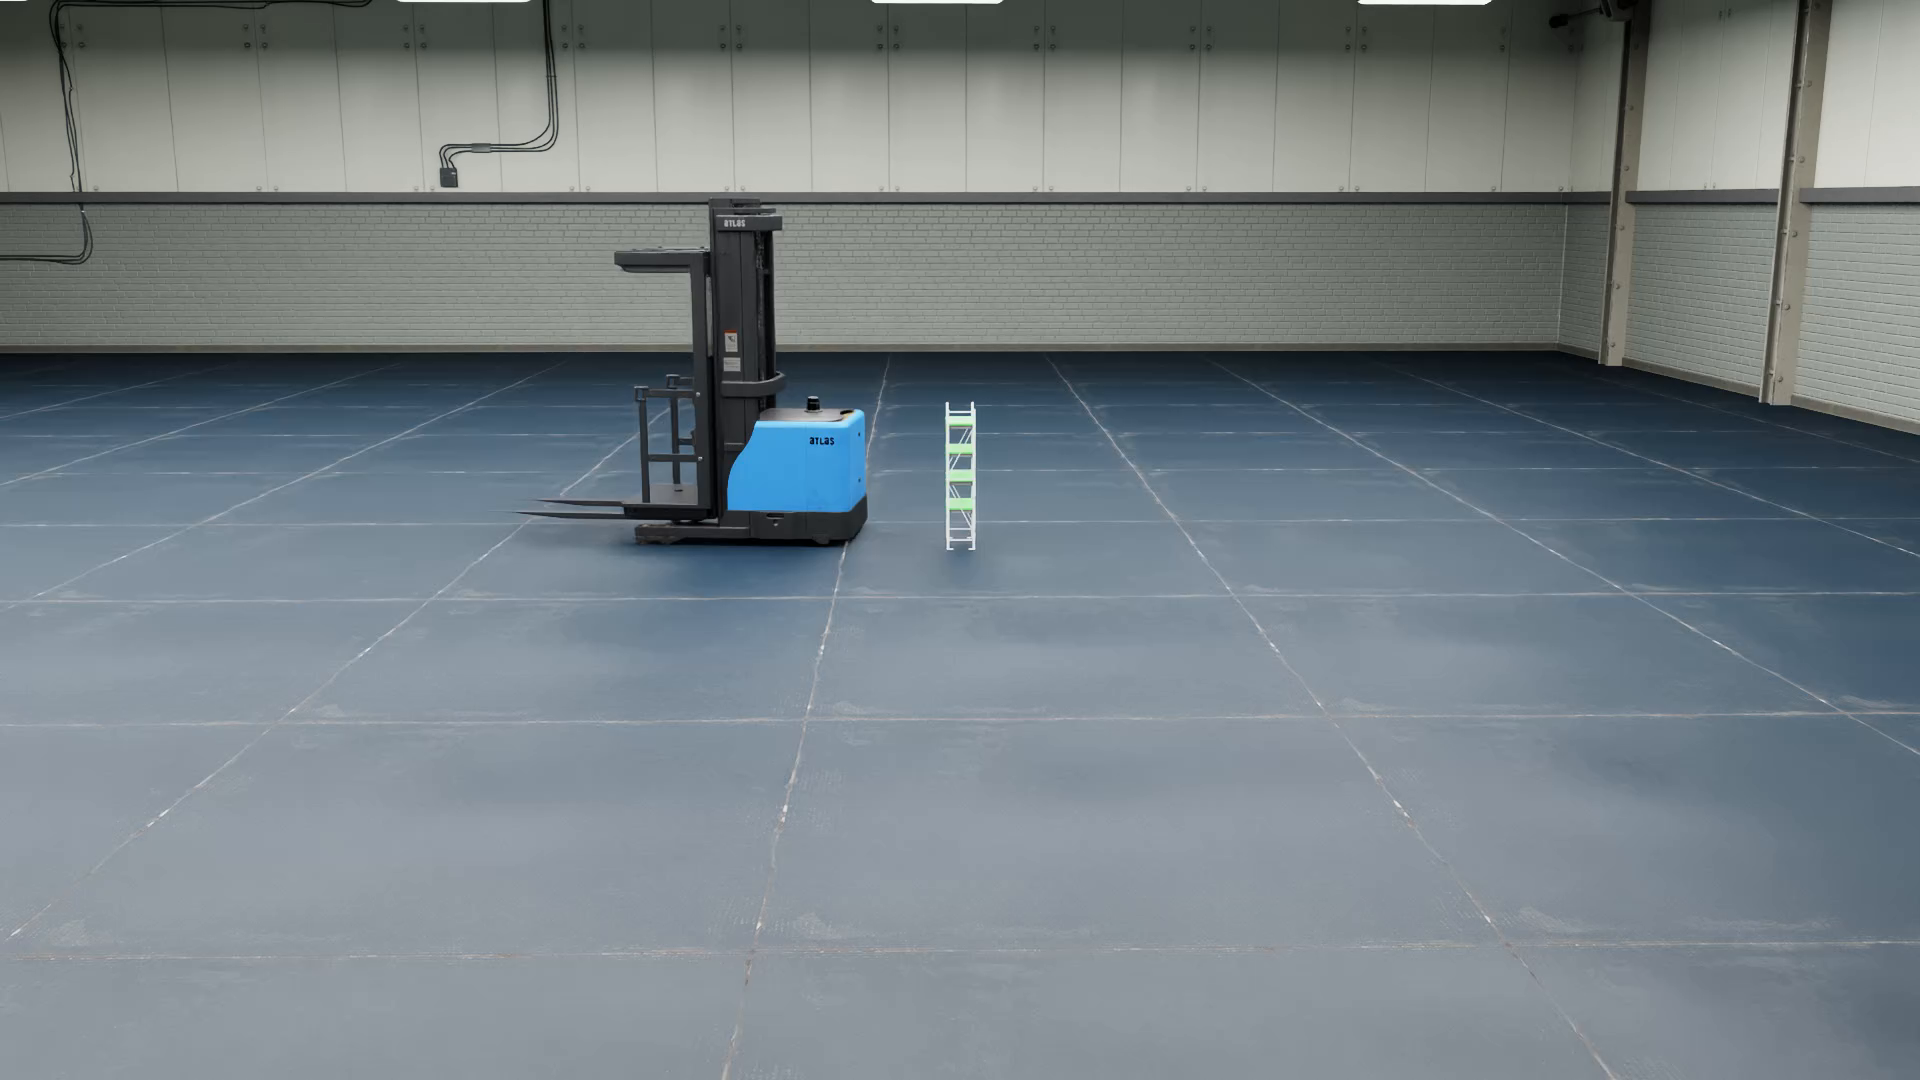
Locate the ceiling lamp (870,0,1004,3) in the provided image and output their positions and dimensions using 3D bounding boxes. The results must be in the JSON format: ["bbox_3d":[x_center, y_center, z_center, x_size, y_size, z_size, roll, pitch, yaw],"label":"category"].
[{"bbox_3d":[-0.349,-9.652,24.822,2.000,3.185,0.800,0,11,-1],"label":"ceiling lamp"}]

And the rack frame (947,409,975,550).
[{"bbox_3d":[0.008,-0.507,14.039,0.240,1.200,0.015,0,11,-1],"label":"rack frame"}]

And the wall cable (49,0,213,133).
[{"bbox_3d":[-15.658,-9.036,31.574,3.097,2.526,0.112,0,11,-1],"label":"wall cable"}]

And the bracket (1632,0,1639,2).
[{"bbox_3d":[11.576,-8.778,26.141,0.076,0.066,4.783,0,11,-1],"label":"bracket"}]

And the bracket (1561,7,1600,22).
[{"bbox_3d":[11.469,-9.809,31.222,0.076,0.066,3.189,0,11,-1],"label":"bracket"}]

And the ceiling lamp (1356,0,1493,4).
[{"bbox_3d":[6.990,-9.682,24.970,2.000,3.185,0.800,0,11,-1],"label":"ceiling lamp"}]

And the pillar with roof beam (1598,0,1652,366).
[{"bbox_3d":[7.565,-7.592,29.350,9.100,9.000,0.548,0,11,-1],"label":"pillar with roof beam"}]

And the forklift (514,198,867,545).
[{"bbox_3d":[-2.393,-1.500,14.580,3.031,2.935,1.130,1,12,6],"label":"forklift"}]

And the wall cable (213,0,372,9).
[{"bbox_3d":[-12.564,-11.278,31.185,3.097,2.526,0.112,0,11,-1],"label":"wall cable"}]

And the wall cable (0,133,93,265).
[{"bbox_3d":[-18.363,-6.550,32.022,3.097,2.526,0.112,0,11,-1],"label":"wall cable"}]

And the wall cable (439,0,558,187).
[{"bbox_3d":[-8.871,-9.774,31.551,2.305,6.003,0.169,0,11,-1],"label":"wall cable"}]

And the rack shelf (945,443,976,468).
[{"bbox_3d":[0.003,-0.728,14.243,0.258,0.148,0.480,0,11,-1],"label":"rack shelf"}]

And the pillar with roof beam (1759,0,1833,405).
[{"bbox_3d":[7.689,-6.400,23.471,9.100,9.000,0.400,0,11,-1],"label":"pillar with roof beam"}]

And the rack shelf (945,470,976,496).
[{"bbox_3d":[0.003,-0.492,14.290,0.258,0.148,0.480,0,11,-1],"label":"rack shelf"}]

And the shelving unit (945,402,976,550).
[{"bbox_3d":[0.003,-0.555,14.278,0.258,1.200,0.503,0,11,-1],"label":"shelving unit"}]

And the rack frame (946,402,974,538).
[{"bbox_3d":[-0.002,-0.604,14.517,0.240,1.200,0.015,0,11,-1],"label":"rack frame"}]

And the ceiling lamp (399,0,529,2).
[{"bbox_3d":[-7.407,-9.623,24.679,2.000,3.185,0.800,0,11,-1],"label":"ceiling lamp"}]

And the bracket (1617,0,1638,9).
[{"bbox_3d":[11.523,-9.290,28.666,0.235,0.232,0.430,0,11,-1],"label":"bracket"}]

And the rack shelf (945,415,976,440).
[{"bbox_3d":[0.003,-0.963,14.195,0.258,0.148,0.480,0,11,-1],"label":"rack shelf"}]

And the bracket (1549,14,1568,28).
[{"bbox_3d":[11.457,-9.926,31.801,0.235,0.232,0.430,0,11,-1],"label":"bracket"}]

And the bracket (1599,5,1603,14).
[{"bbox_3d":[11.506,-9.455,29.479,0.235,0.232,0.430,0,11,-1],"label":"bracket"}]

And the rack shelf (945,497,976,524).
[{"bbox_3d":[0.003,-0.257,14.338,0.258,0.148,0.480,0,11,-1],"label":"rack shelf"}]
